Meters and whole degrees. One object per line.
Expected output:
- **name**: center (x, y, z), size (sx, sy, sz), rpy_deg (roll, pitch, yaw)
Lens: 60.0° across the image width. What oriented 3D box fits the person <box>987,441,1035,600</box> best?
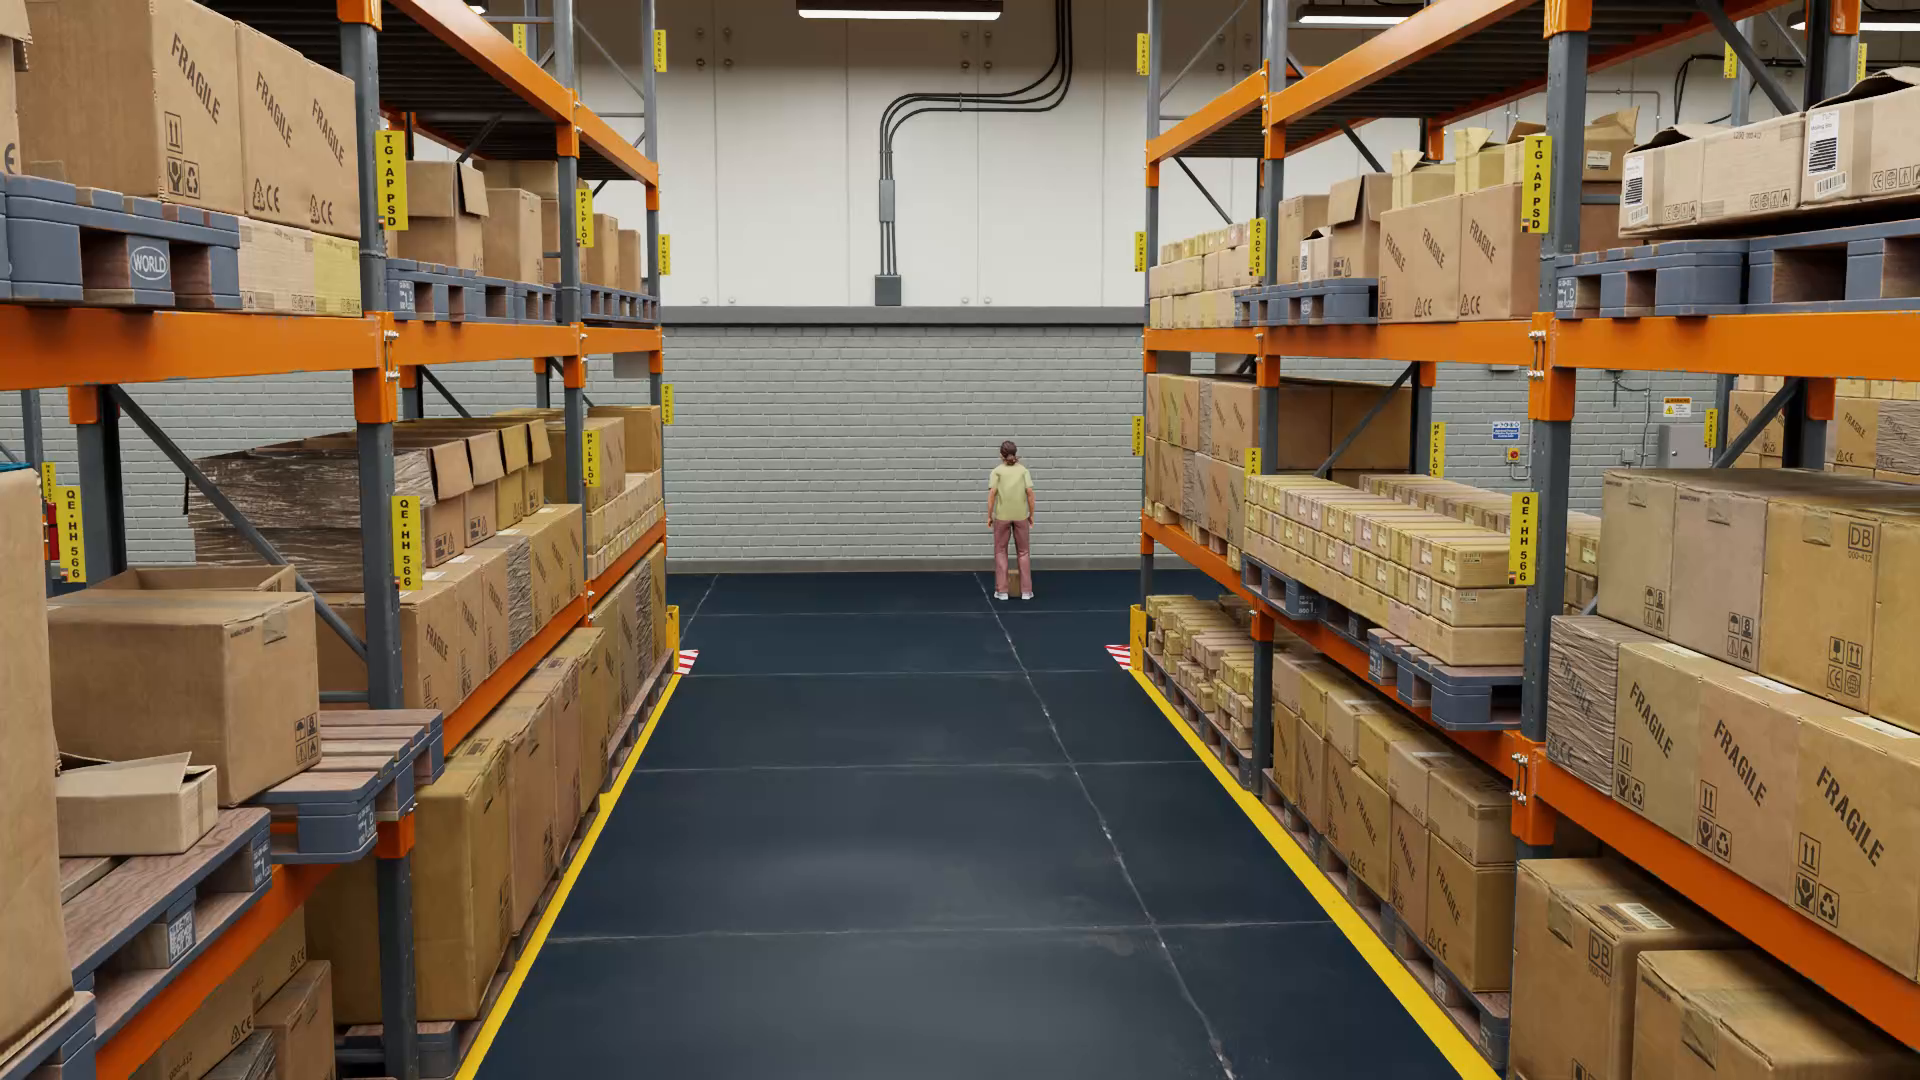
- **person**: center (0.535, -0.211, 17.490), size (0.521, 1.672, 0.363), rpy_deg (-1, 7, -7)
